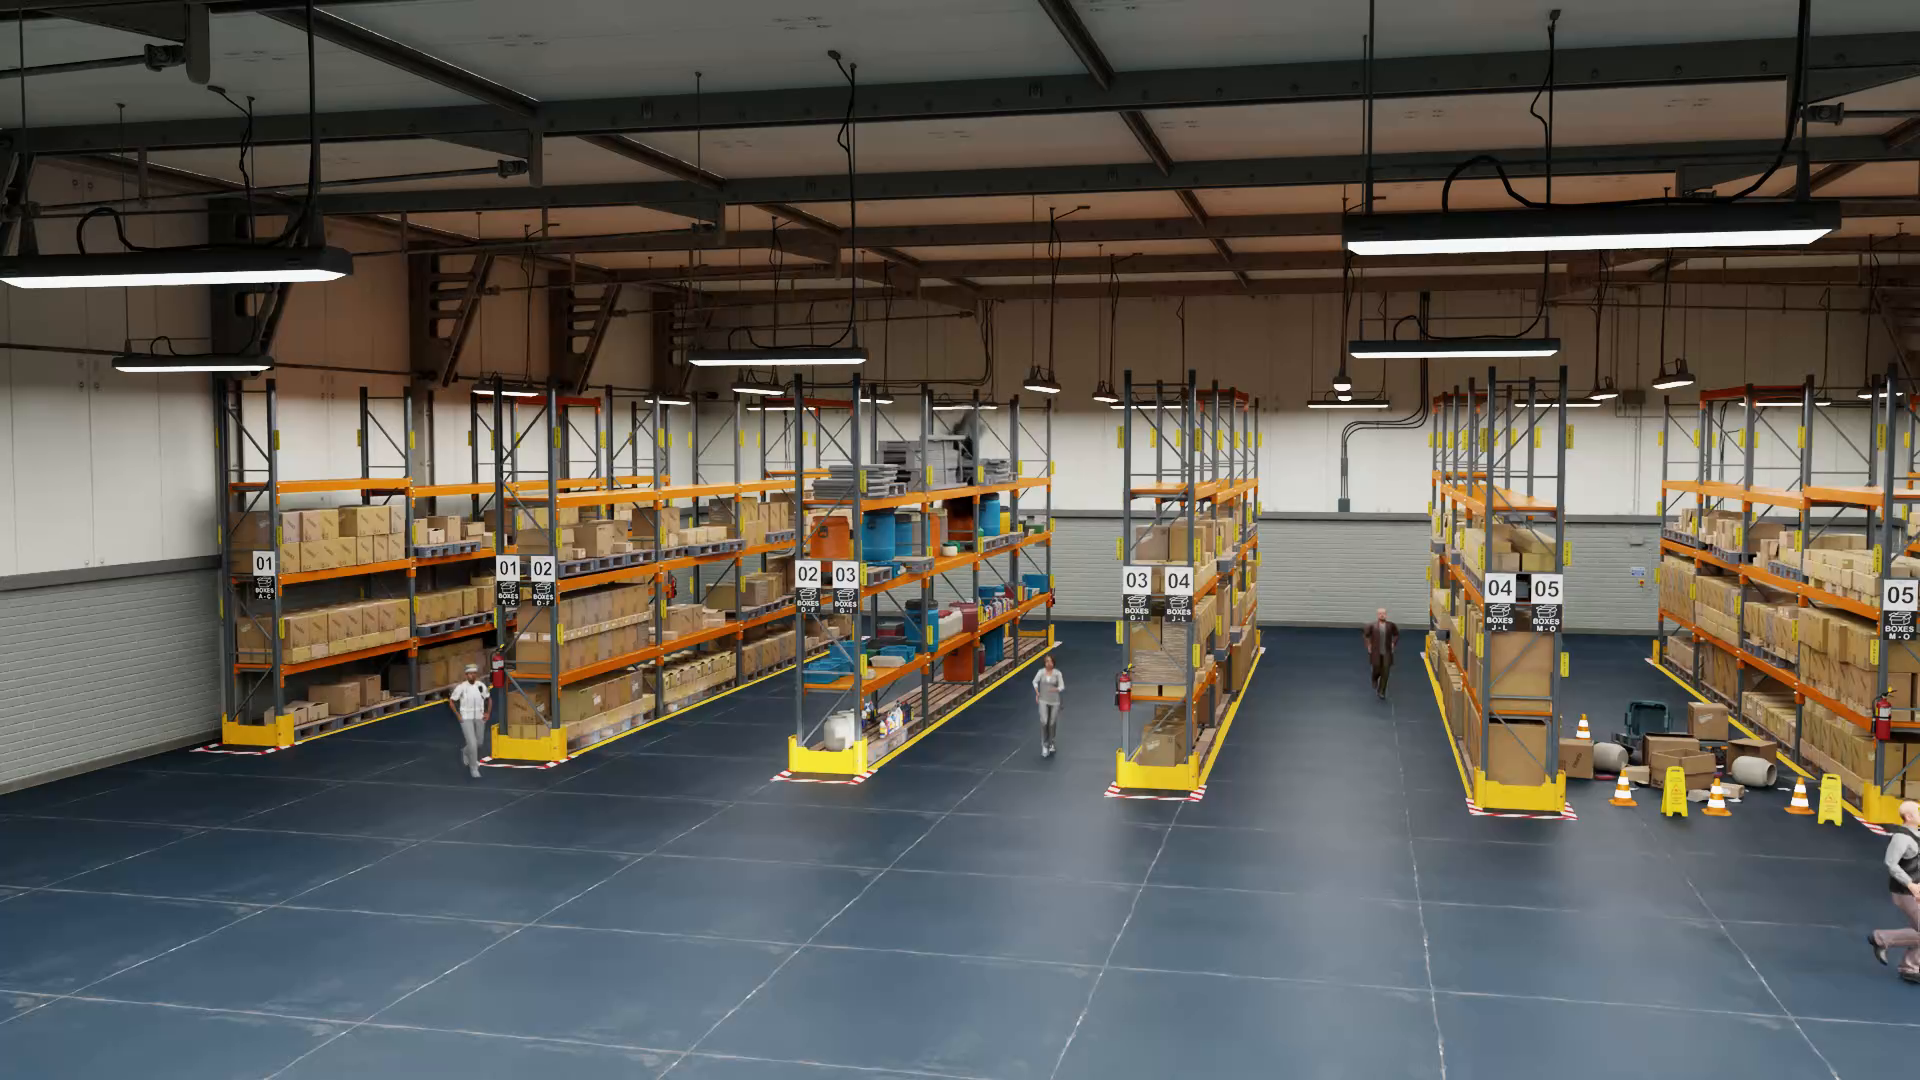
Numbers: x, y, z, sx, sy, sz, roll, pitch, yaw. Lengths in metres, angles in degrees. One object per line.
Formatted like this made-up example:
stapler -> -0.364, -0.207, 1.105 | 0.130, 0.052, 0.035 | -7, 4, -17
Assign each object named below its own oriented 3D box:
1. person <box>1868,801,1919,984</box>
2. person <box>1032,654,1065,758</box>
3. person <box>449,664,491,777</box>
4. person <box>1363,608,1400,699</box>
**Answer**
person -> 8.759, 3.247, 15.368 | 0.586, 1.679, 0.659 | 3, 5, 42
person -> 1.402, 2.638, 26.362 | 0.509, 1.612, 0.615 | 0, 3, 2
person -> -7.336, 2.691, 24.960 | 0.624, 1.694, 0.693 | -3, 4, -38
person -> 8.207, 2.198, 32.381 | 0.711, 1.743, 0.756 | 0, 3, 7
